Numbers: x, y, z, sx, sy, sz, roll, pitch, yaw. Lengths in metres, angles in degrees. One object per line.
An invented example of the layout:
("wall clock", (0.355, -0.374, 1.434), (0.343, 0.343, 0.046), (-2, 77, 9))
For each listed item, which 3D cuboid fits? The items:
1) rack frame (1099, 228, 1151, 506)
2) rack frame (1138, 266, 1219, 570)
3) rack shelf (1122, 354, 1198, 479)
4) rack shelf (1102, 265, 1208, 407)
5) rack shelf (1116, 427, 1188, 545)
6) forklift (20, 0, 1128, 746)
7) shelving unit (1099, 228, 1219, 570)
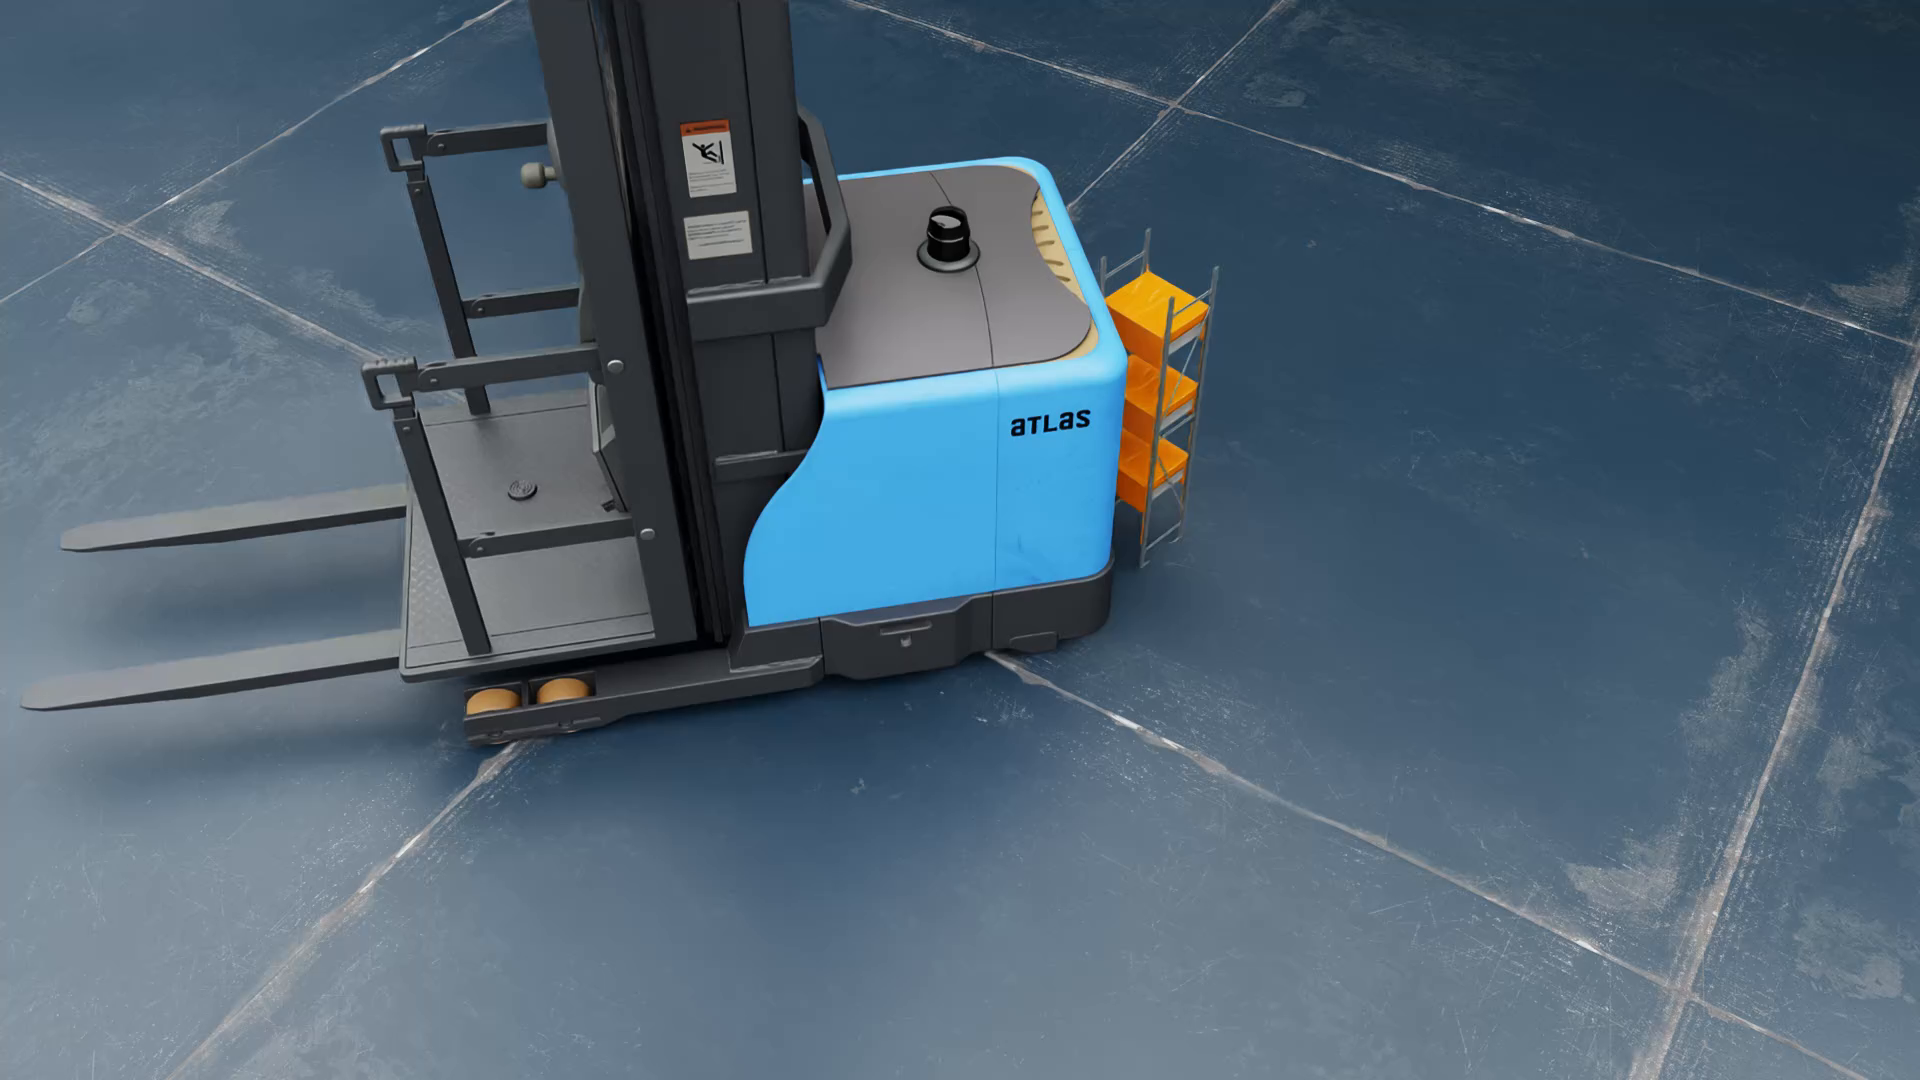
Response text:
("rack frame", (0.458, -0.451, 4.956), (0.200, 1.050, 0.008), (-35, 55, -29))
("rack frame", (0.628, -0.325, 4.834), (0.200, 1.050, 0.008), (-35, 55, -29))
("rack shelf", (0.543, -0.381, 4.902), (0.215, 0.259, 0.240), (-35, 55, -29))
("rack shelf", (0.543, -0.578, 4.699), (0.215, 0.259, 0.240), (-35, 55, -29))
("rack shelf", (0.543, -0.187, 5.102), (0.215, 0.259, 0.240), (-35, 55, -29))
("forklift", (-1.125, -0.860, 4.042), (3.031, 2.935, 1.130), (-8, 46, -8))
("shelving unit", (0.543, -0.388, 4.895), (0.215, 1.050, 0.252), (-35, 55, -29))
